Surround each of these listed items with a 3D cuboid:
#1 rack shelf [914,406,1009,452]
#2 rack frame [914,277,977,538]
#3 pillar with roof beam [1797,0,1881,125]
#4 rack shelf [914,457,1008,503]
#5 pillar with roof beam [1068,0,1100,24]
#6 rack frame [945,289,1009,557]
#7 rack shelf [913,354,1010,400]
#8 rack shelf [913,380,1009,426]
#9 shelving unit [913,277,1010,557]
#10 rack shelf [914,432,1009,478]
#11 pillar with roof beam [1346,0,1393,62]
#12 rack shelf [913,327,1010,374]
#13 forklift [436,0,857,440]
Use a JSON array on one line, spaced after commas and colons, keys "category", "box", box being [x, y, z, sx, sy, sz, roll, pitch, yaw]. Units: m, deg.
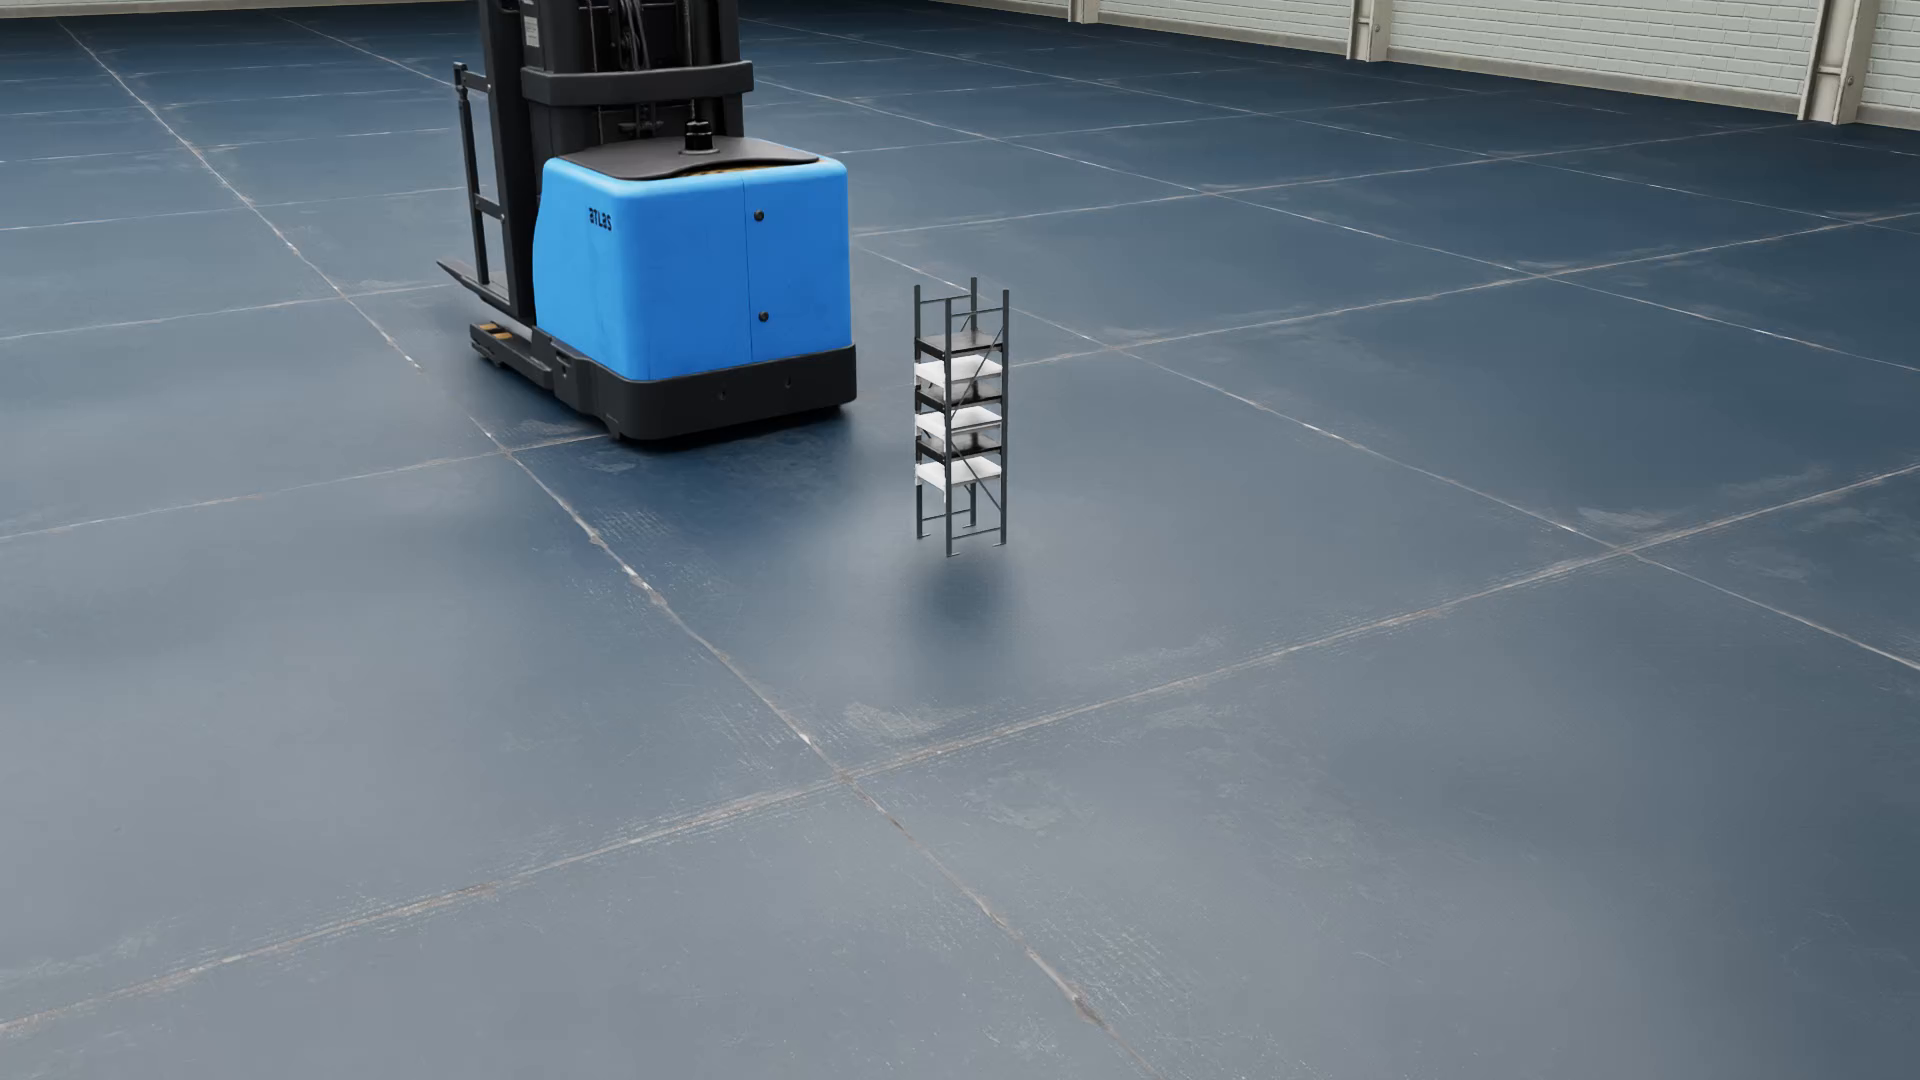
[{"category": "rack shelf", "box": [0.004, -0.383, 5.648, 0.258, 0.077, 0.200, -13, 25, -28]}, {"category": "rack frame", "box": [-0.048, -0.447, 5.717, 0.240, 0.900, 0.006, -13, 25, -28]}, {"category": "pillar with roof beam", "box": [4.279, -7.202, 11.579, 9.100, 9.000, 0.400, -13, 25, -28]}, {"category": "rack shelf", "box": [0.004, -0.217, 5.716, 0.258, 0.077, 0.200, -13, 25, -28]}, {"category": "pillar with roof beam", "box": [-1.850, -11.086, 21.136, 9.100, 9.000, 0.400, -13, 25, -28]}, {"category": "rack frame", "box": [0.056, -0.381, 5.555, 0.240, 0.900, 0.006, -13, 25, -28]}, {"category": "rack shelf", "box": [0.004, -0.550, 5.580, 0.258, 0.077, 0.200, -13, 25, -28]}, {"category": "rack shelf", "box": [0.004, -0.467, 5.614, 0.258, 0.077, 0.200, -13, 25, -28]}, {"category": "shelving unit", "box": [0.004, -0.414, 5.636, 0.258, 0.900, 0.210, -13, 25, -28]}, {"category": "rack shelf", "box": [0.004, -0.300, 5.682, 0.258, 0.077, 0.200, -13, 25, -28]}, {"category": "pillar with roof beam", "box": [1.215, -9.144, 16.358, 9.100, 9.000, 0.400, -13, 25, -28]}, {"category": "rack shelf", "box": [0.004, -0.633, 5.546, 0.258, 0.077, 0.200, -13, 25, -28]}, {"category": "forklift", "box": [-1.682, -2.254, 7.464, 1.130, 2.935, 3.031, -14, 26, -31]}]
